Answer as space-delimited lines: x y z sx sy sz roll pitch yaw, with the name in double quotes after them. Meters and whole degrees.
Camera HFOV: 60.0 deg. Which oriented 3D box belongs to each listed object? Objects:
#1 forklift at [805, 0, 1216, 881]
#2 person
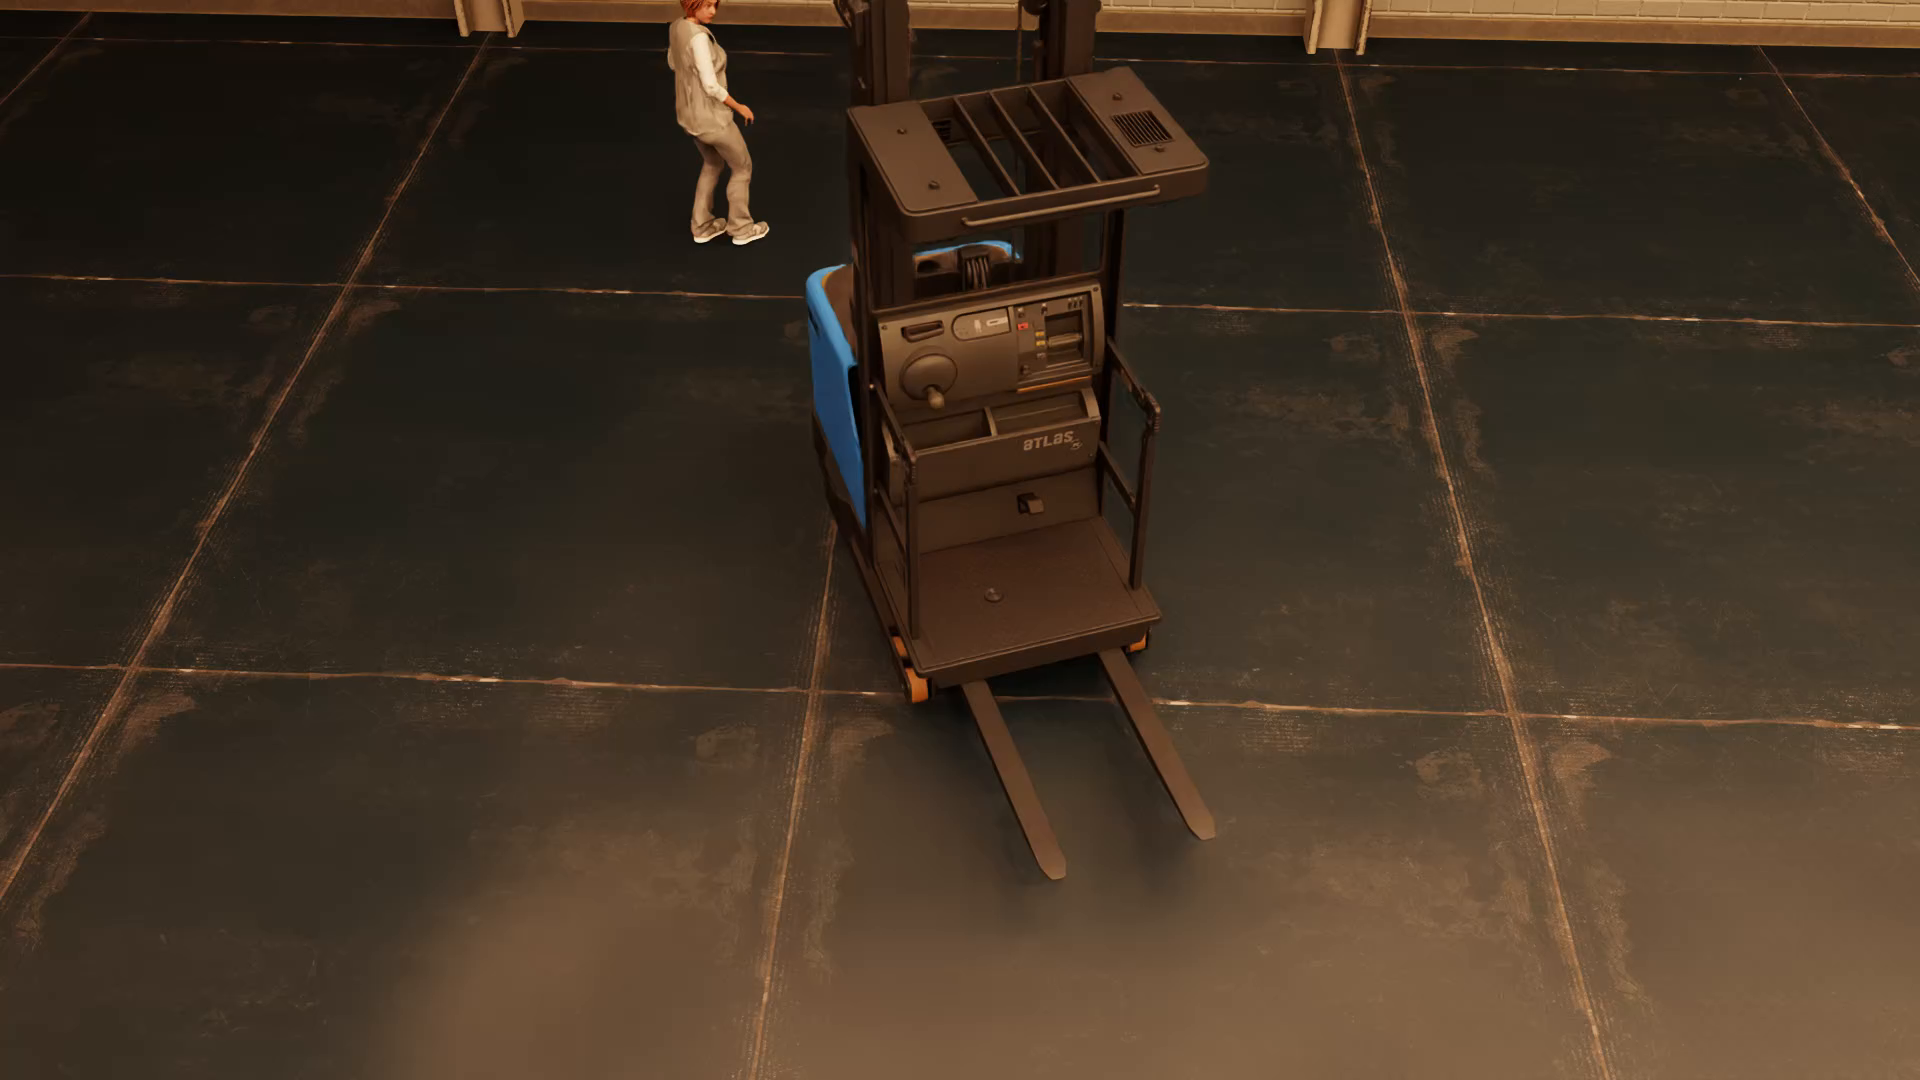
0.199 -0.690 6.498 1.130 2.935 3.031 -12 44 -13 "forklift"
-1.399 -2.406 9.398 0.444 1.570 0.614 -29 50 -28 "person"
